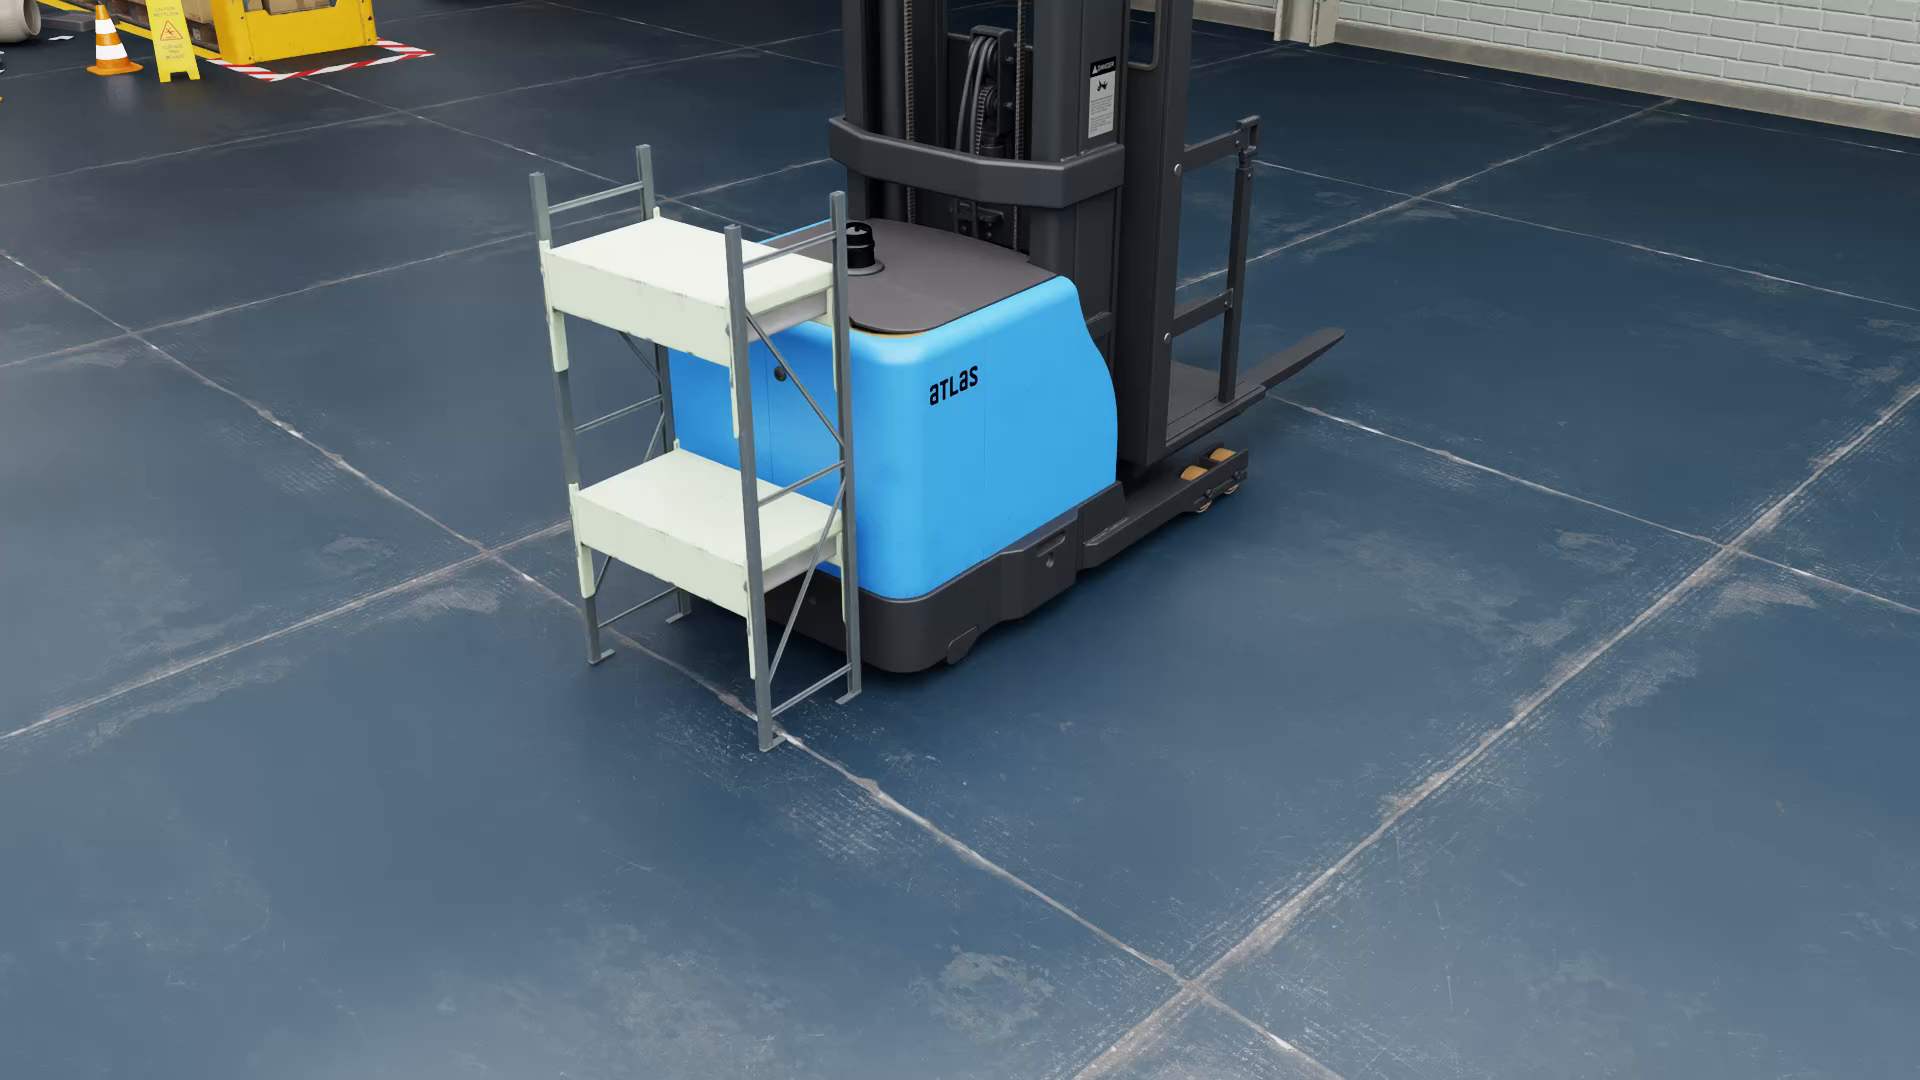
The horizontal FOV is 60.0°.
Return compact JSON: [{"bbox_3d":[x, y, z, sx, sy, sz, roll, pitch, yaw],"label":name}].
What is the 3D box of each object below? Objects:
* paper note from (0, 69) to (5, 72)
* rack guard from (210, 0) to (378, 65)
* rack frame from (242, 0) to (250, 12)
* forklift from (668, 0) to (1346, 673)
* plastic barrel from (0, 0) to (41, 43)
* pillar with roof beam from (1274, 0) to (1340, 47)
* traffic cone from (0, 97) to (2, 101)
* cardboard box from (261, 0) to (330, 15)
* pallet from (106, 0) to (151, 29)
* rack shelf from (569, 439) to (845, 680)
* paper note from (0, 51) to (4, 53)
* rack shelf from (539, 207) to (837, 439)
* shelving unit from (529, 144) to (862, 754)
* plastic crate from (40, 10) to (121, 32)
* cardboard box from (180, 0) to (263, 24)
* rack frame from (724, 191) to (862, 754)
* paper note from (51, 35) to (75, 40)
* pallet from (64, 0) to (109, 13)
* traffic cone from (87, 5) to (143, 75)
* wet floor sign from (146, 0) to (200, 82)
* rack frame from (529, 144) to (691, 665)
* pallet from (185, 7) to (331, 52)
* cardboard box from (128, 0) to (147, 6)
[{"bbox_3d":[-7.182,-3.472,12.319,0.142,0.019,0.148,12,30,22],"label":"paper note"},{"bbox_3d":[-5.167,-4.056,12.927,0.348,0.500,1.175,25,36,38],"label":"rack guard"},{"bbox_3d":[-5.112,-5.138,12.298,0.127,3.000,1.000,25,36,38],"label":"rack frame"},{"bbox_3d":[0.398,-1.525,5.501,1.130,2.935,3.031,21,34,34],"label":"forklift"},{"bbox_3d":[-7.647,-4.169,13.224,0.512,0.421,0.421,-3,28,-5],"label":"plastic barrel"},{"bbox_3d":[-0.239,-6.582,8.598,0.400,9.000,9.100,25,36,38],"label":"pillar with roof beam"},{"bbox_3d":[-6.859,-3.248,11.430,0.334,0.463,0.336,25,36,38],"label":"traffic cone"},{"bbox_3d":[-5.494,-4.462,13.516,0.500,0.250,0.500,24,36,38],"label":"cardboard box"},{"bbox_3d":[-6.587,-4.603,14.278,1.213,0.211,1.003,25,36,38],"label":"pallet"},{"bbox_3d":[-0.708,0.036,4.770,0.720,0.370,0.431,21,34,34],"label":"rack shelf"},{"bbox_3d":[-7.502,-3.812,12.989,0.123,0.001,0.032,25,36,38],"label":"paper note"},{"bbox_3d":[-0.708,-0.598,4.437,0.720,0.370,0.431,21,34,34],"label":"rack shelf"},{"bbox_3d":[-0.708,-0.252,4.618,0.755,1.500,0.431,21,34,34],"label":"shelving unit"},{"bbox_3d":[-7.420,-4.366,13.968,0.583,0.080,0.402,12,30,22],"label":"plastic crate"},{"bbox_3d":[-5.895,-4.289,13.187,0.500,0.250,0.500,24,36,38],"label":"cardboard box"},{"bbox_3d":[-0.424,-0.145,4.414,0.023,1.500,0.400,21,34,34],"label":"rack frame"},{"bbox_3d":[-7.270,-4.071,13.459,0.148,0.019,0.142,12,30,22],"label":"paper note"},{"bbox_3d":[-7.461,-5.001,15.035,1.213,0.211,1.003,25,36,38],"label":"pallet"},{"bbox_3d":[-6.323,-3.727,12.341,0.334,0.463,0.336,25,36,38],"label":"traffic cone"},{"bbox_3d":[-5.727,-3.679,12.053,0.267,0.644,0.232,-13,30,-22],"label":"wet floor sign"},{"bbox_3d":[-0.992,-0.360,4.823,0.023,1.500,0.400,21,34,34],"label":"rack frame"},{"bbox_3d":[-5.721,-4.205,13.521,1.213,0.211,1.003,25,36,38],"label":"pallet"},{"bbox_3d":[-6.618,-4.622,13.820,0.500,0.250,0.500,23,35,37],"label":"cardboard box"}]
